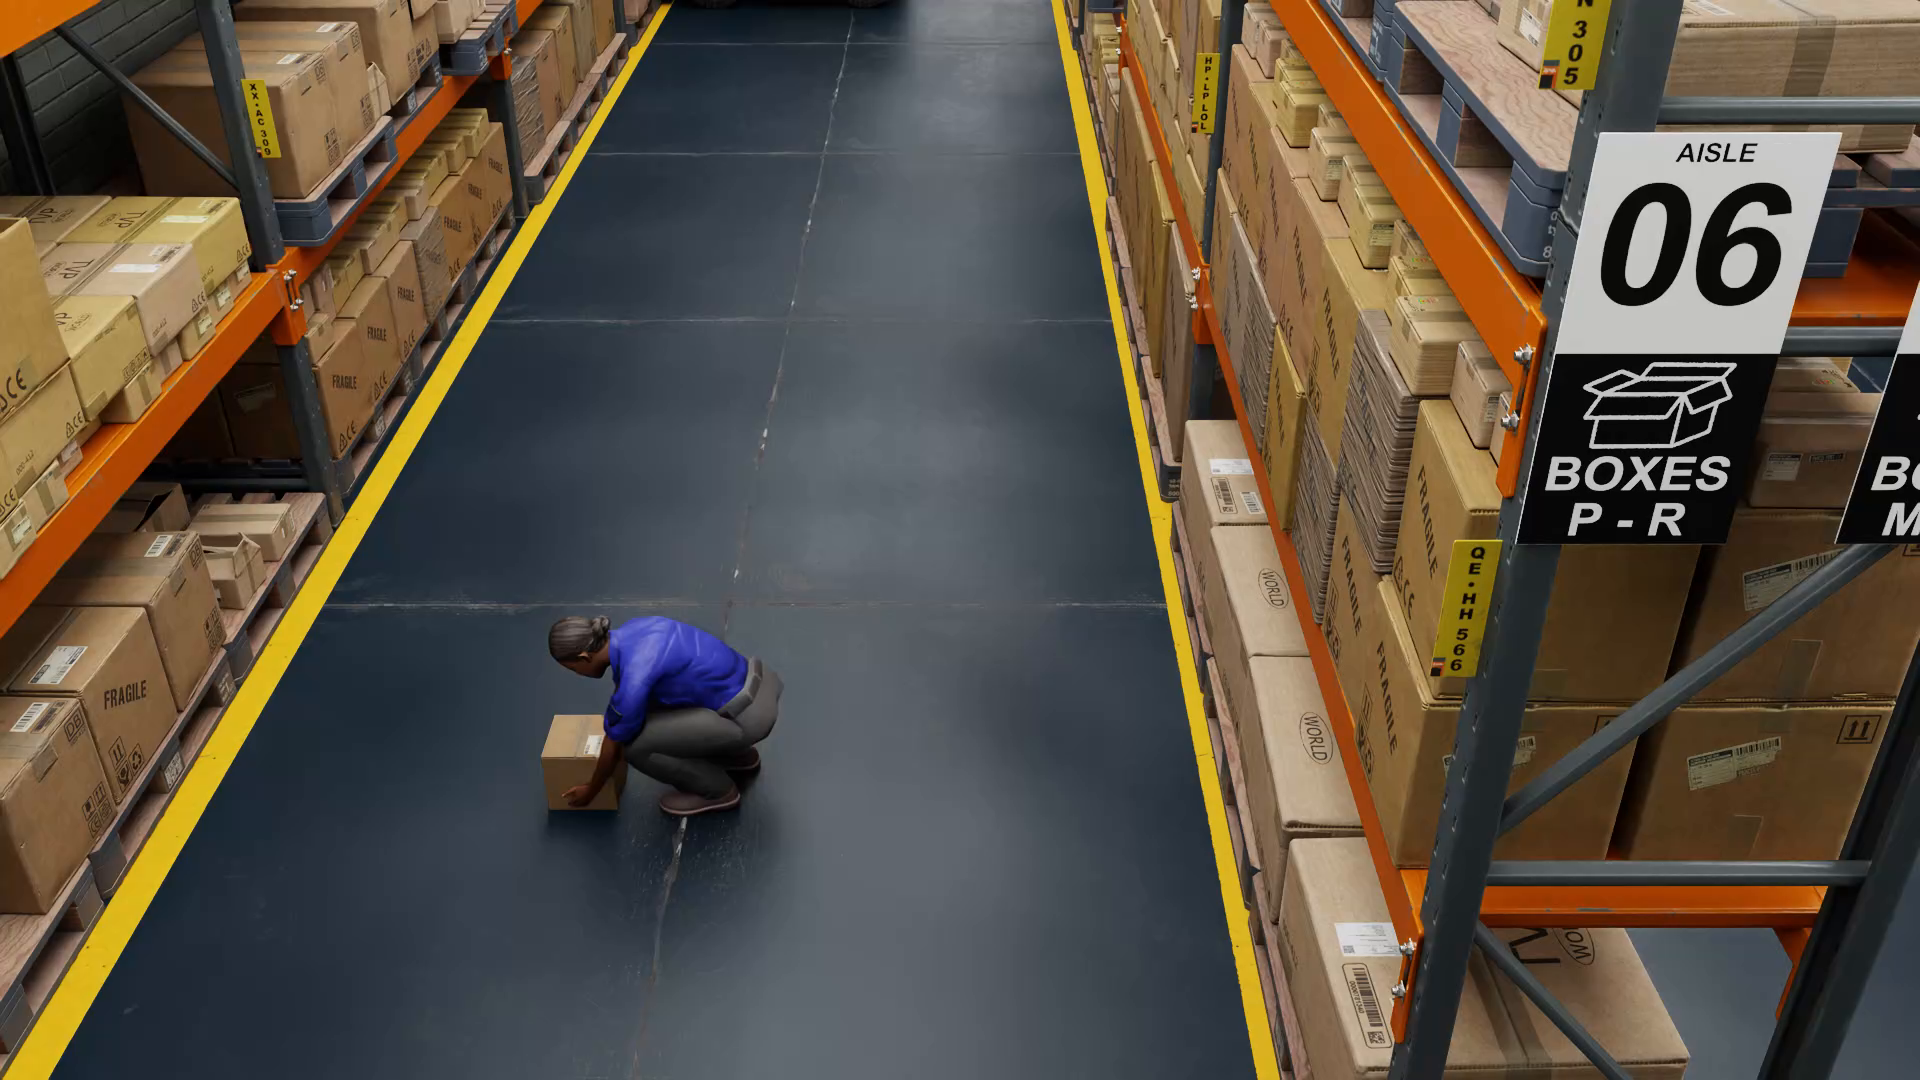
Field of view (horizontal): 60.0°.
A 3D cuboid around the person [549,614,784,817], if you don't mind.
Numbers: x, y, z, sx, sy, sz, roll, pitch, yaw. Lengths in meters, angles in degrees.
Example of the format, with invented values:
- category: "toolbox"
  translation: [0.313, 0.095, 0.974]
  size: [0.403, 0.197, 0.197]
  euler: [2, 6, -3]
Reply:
- category: "person"
  translation: [-1.046, 0.592, 6.007]
  size: [0.810, 0.803, 0.478]
  euler: [0, 32, 0]
